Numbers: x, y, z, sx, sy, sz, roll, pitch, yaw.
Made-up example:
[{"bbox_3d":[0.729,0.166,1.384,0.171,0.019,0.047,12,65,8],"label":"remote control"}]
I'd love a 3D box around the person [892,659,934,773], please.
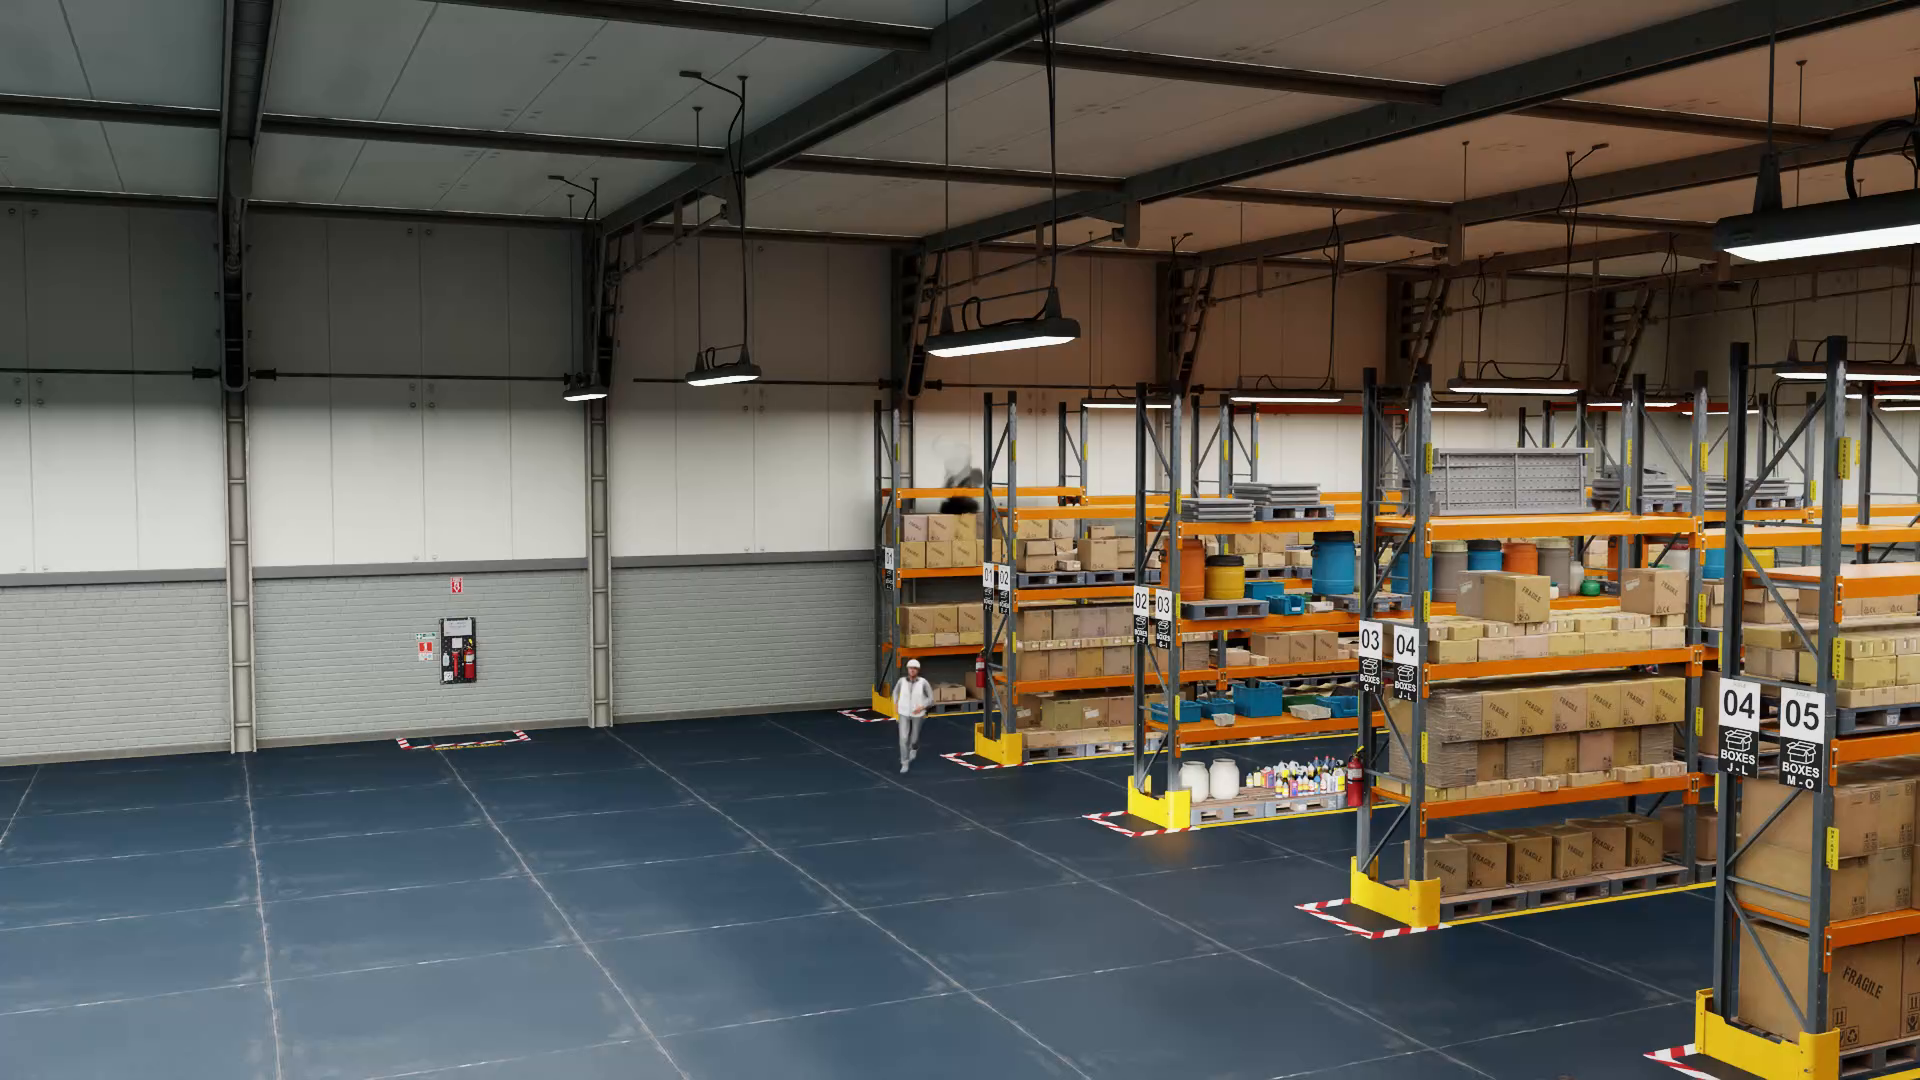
[{"bbox_3d":[-0.749,2.769,26.406,0.684,1.773,0.823,0,3,5],"label":"person"}]
